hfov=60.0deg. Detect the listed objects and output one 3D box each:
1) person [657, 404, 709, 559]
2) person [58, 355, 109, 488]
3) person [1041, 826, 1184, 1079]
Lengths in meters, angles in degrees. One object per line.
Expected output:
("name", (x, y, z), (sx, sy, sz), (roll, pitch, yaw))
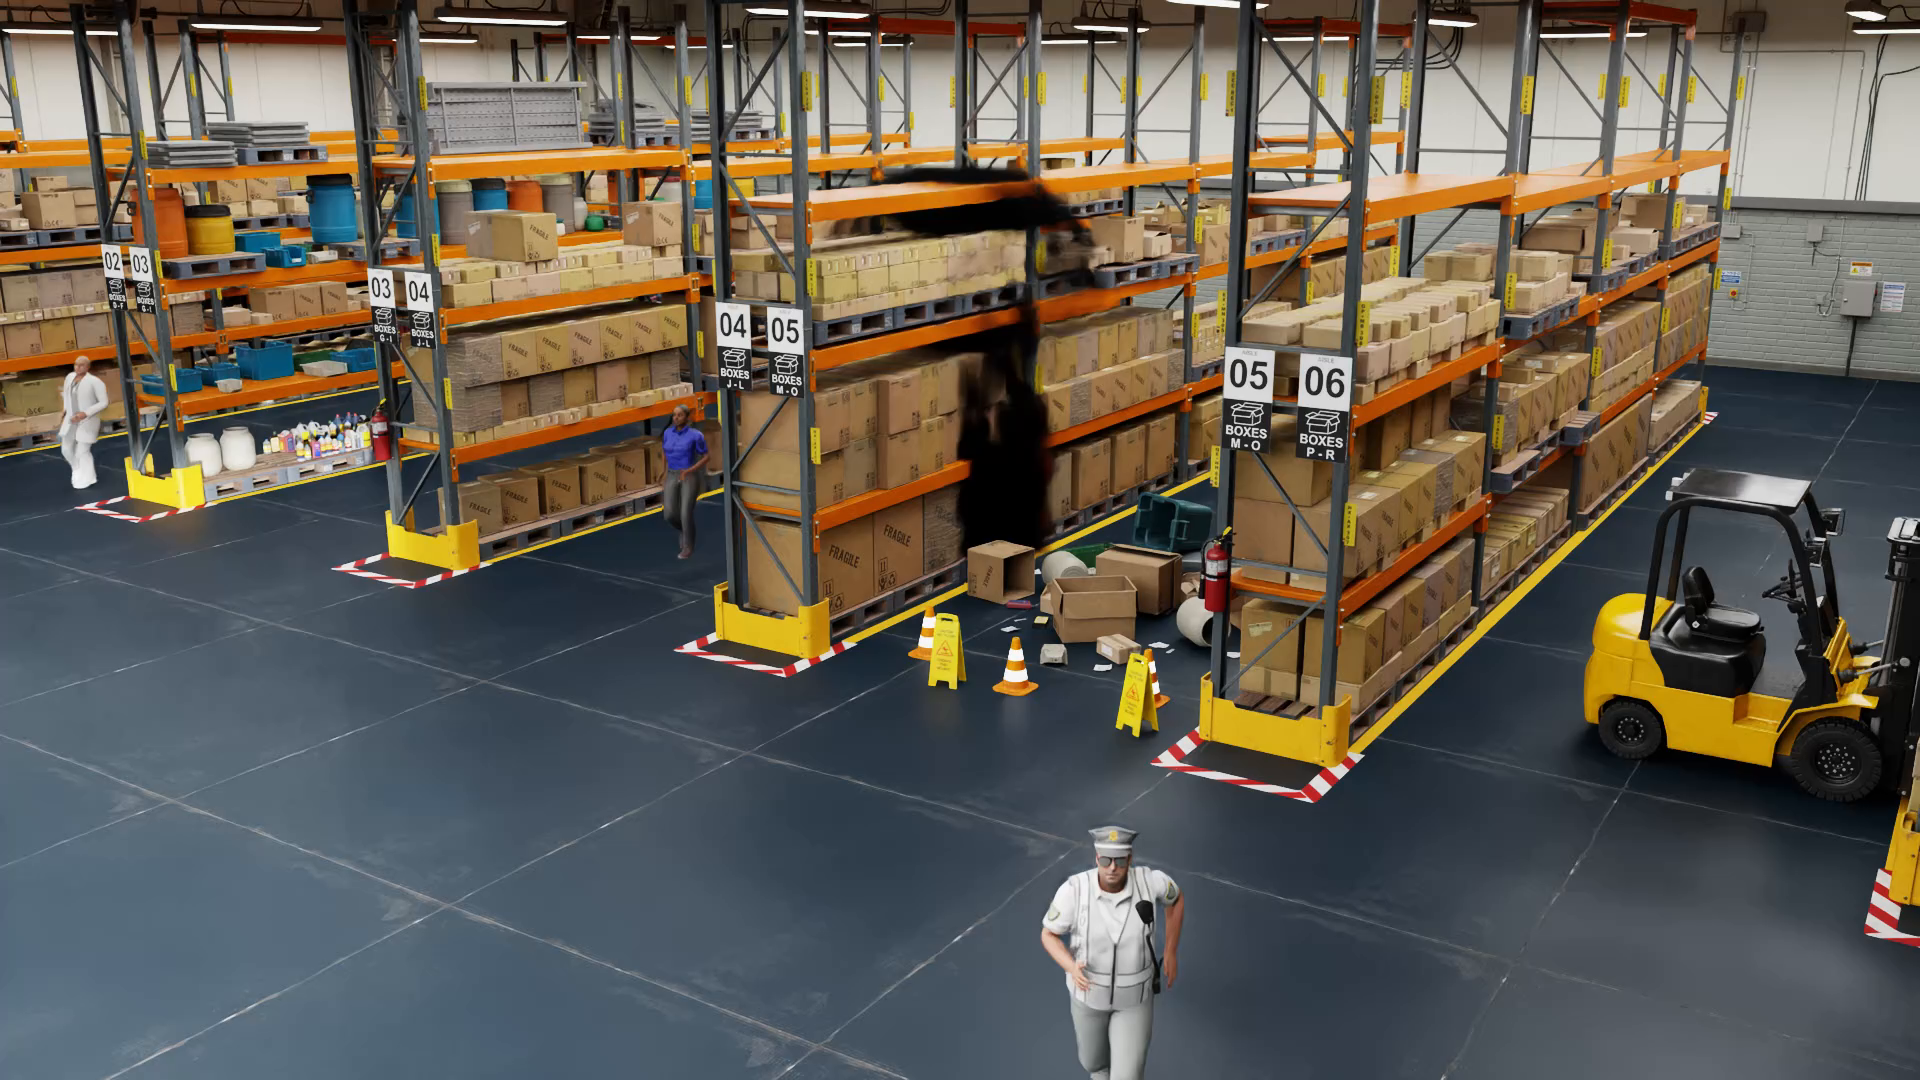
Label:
("person", (-2.904, -0.605, 17.337), (0.582, 1.624, 0.504), (4, 16, 15))
("person", (-11.302, -1.513, 21.438), (0.703, 1.730, 0.582), (1, 16, 4))
("person", (0.741, 2.197, 8.123), (0.693, 1.831, 0.938), (1, 16, 4))
